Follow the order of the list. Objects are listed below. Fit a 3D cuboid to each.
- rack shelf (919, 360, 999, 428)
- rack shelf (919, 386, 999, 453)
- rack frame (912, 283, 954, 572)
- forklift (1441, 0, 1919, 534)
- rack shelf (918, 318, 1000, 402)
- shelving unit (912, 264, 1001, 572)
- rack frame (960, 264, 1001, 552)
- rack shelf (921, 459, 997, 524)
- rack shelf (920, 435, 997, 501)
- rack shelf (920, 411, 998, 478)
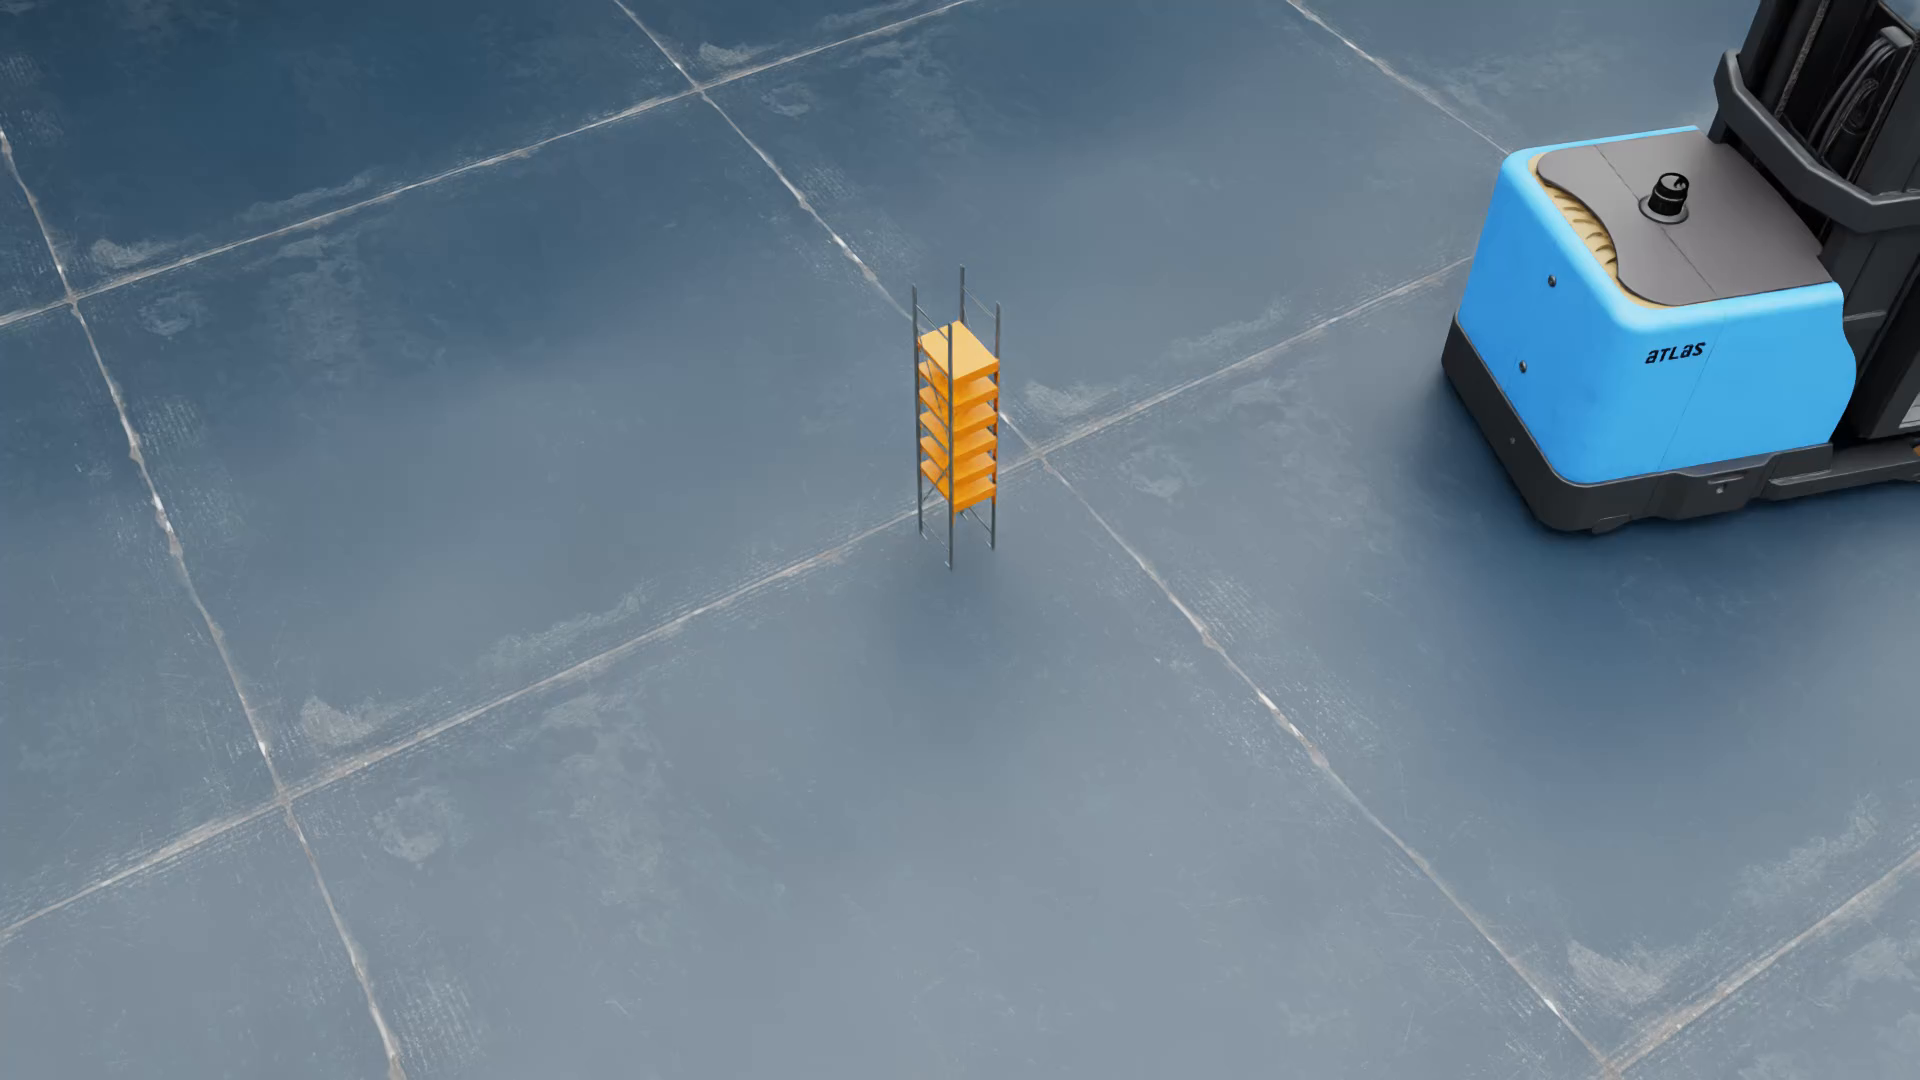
[{"bbox_3d":[-0.012,-0.523,5.651,0.180,0.103,0.258,-25,53,-21],"label":"rack shelf"},{"bbox_3d":[-0.012,-0.444,5.740,0.180,0.103,0.258,-25,53,-21],"label":"rack shelf"},{"bbox_3d":[-0.090,-0.357,5.764,0.006,1.200,0.240,-25,53,-21],"label":"rack frame"},{"bbox_3d":[3.540,-1.576,5.691,3.031,2.935,1.130,-10,49,-8],"label":"forklift"},{"bbox_3d":[-0.012,-0.603,5.561,0.180,0.103,0.258,-25,53,-21],"label":"rack shelf"},{"bbox_3d":[-0.012,-0.393,5.797,0.189,1.200,0.258,-25,53,-21],"label":"shelving unit"},{"bbox_3d":[0.065,-0.430,5.829,0.006,1.200,0.240,-25,53,-21],"label":"rack frame"},{"bbox_3d":[-0.012,-0.204,6.009,0.180,0.103,0.258,-25,53,-21],"label":"rack shelf"},{"bbox_3d":[-0.012,-0.284,5.920,0.180,0.103,0.258,-25,53,-21],"label":"rack shelf"},{"bbox_3d":[-0.012,-0.364,5.830,0.180,0.103,0.258,-25,53,-21],"label":"rack shelf"}]
